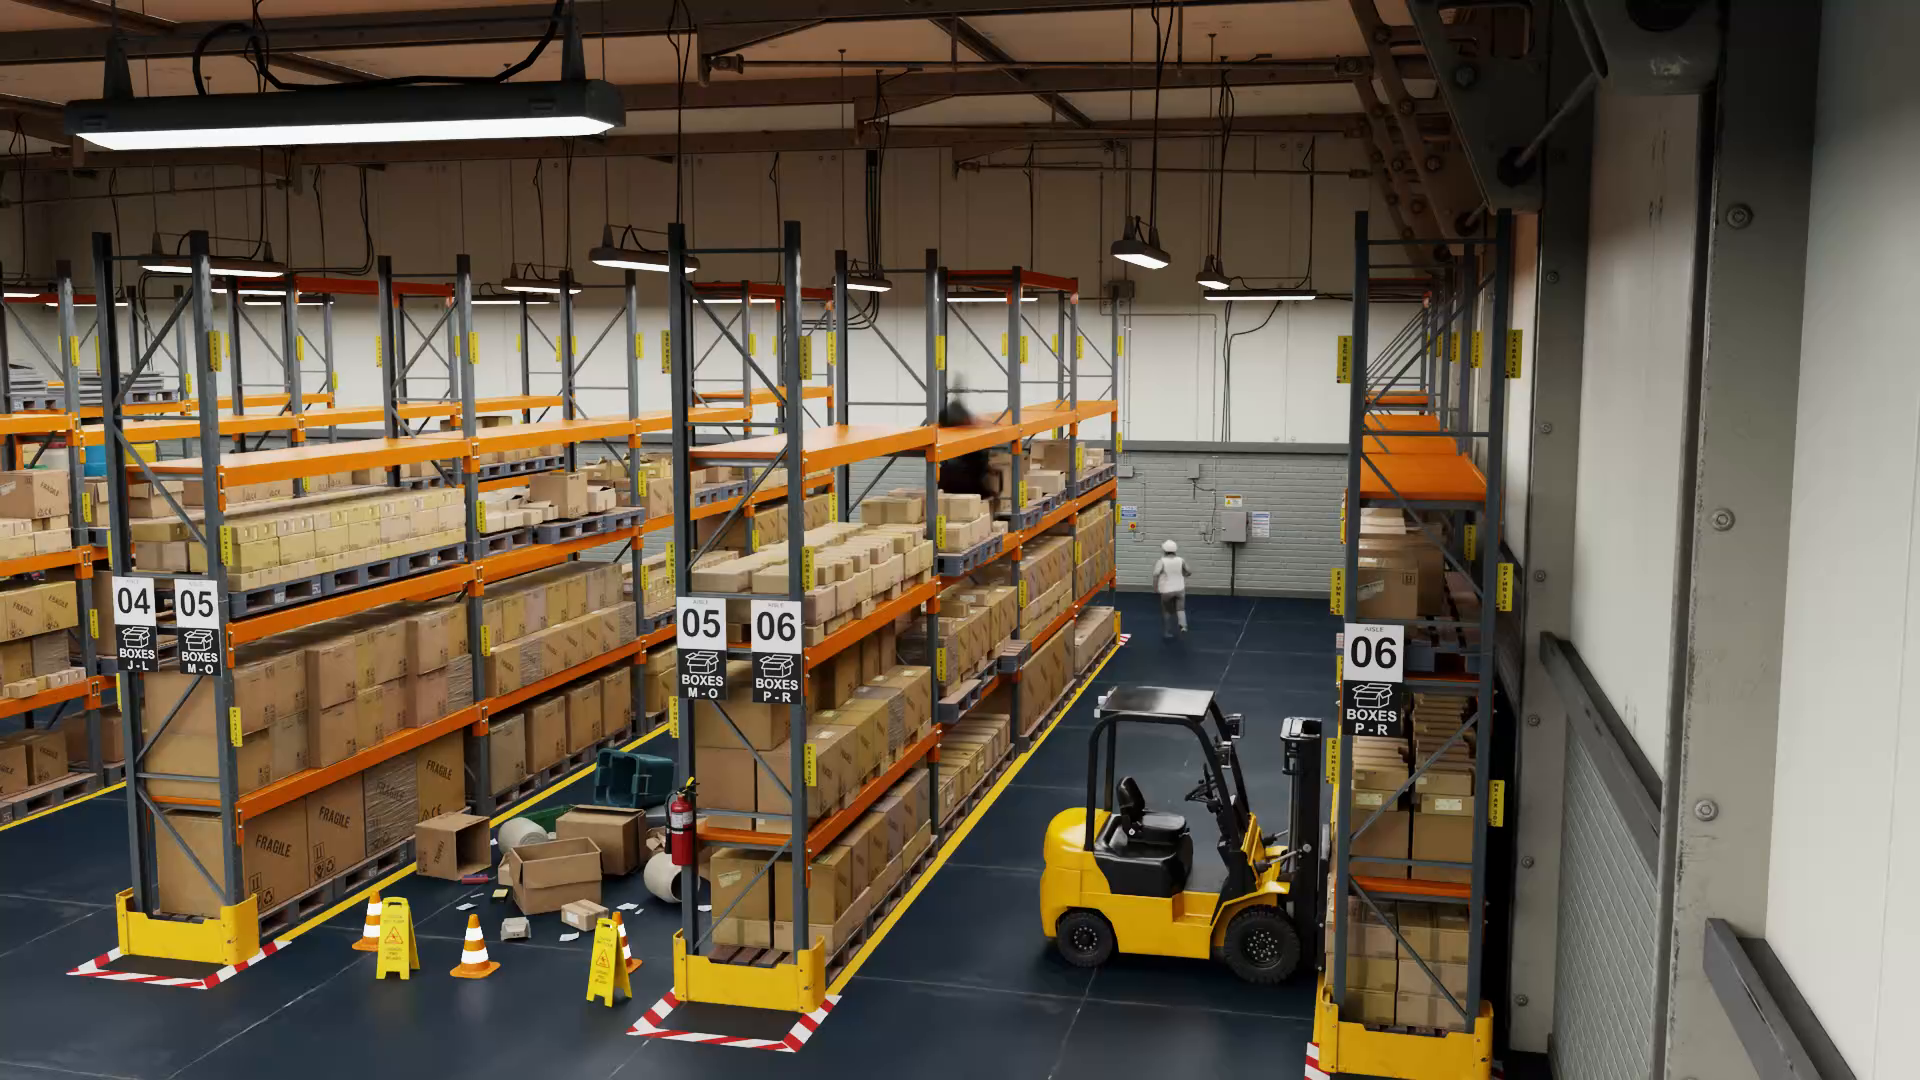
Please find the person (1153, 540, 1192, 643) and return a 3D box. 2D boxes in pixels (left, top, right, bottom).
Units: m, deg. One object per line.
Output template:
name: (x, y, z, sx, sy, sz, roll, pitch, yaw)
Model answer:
person: (3.571, 0.848, 28.210, 0.703, 1.735, 0.961, 0, 7, -3)
